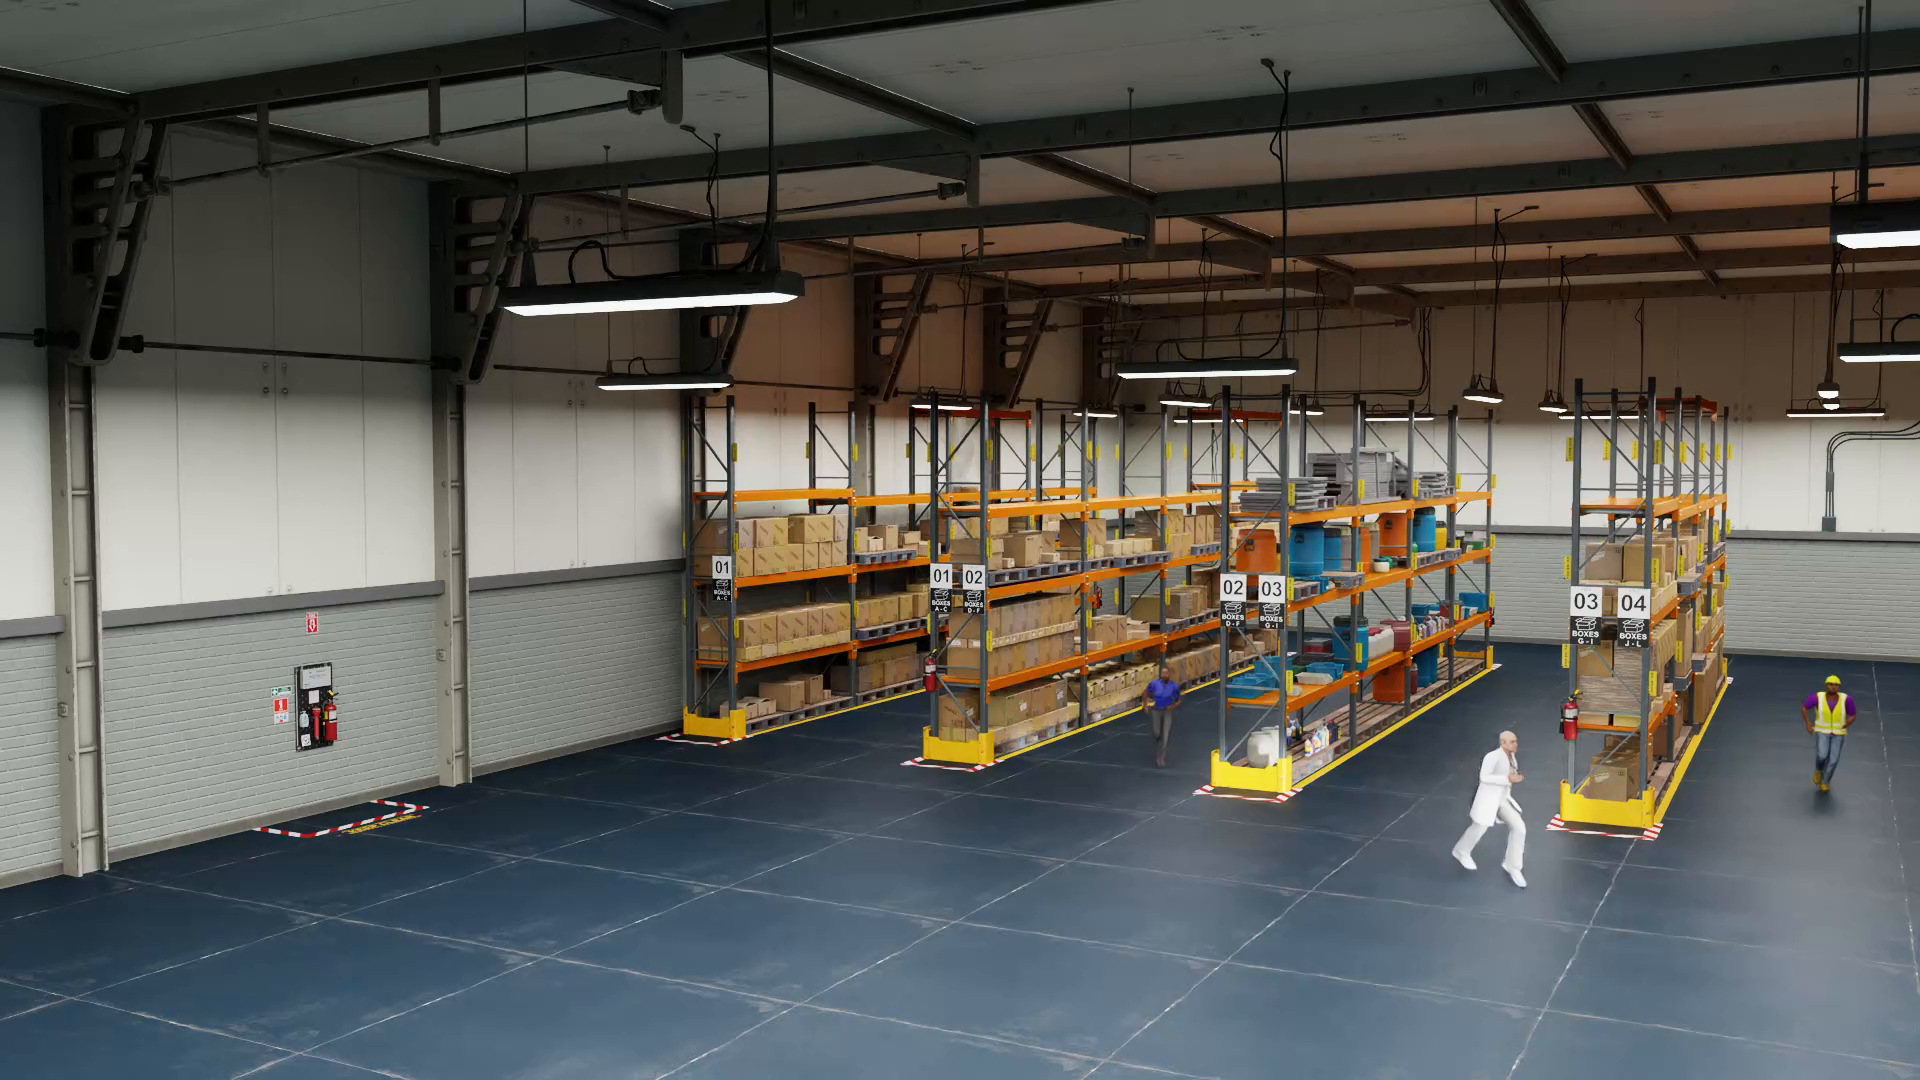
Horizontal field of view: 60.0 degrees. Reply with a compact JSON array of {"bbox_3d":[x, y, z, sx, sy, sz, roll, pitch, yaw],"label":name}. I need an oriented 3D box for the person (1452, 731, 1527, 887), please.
[{"bbox_3d":[6.211,3.106,19.525,0.699,1.800,1.042,-2,3,-30],"label":"person"}]

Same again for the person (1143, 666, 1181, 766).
[{"bbox_3d":[3.233,2.823,26.620,0.615,1.594,0.642,1,3,10],"label":"person"}]

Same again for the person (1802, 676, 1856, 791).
[{"bbox_3d":[12.806,2.849,24.476,0.703,1.718,0.579,1,3,19],"label":"person"}]
